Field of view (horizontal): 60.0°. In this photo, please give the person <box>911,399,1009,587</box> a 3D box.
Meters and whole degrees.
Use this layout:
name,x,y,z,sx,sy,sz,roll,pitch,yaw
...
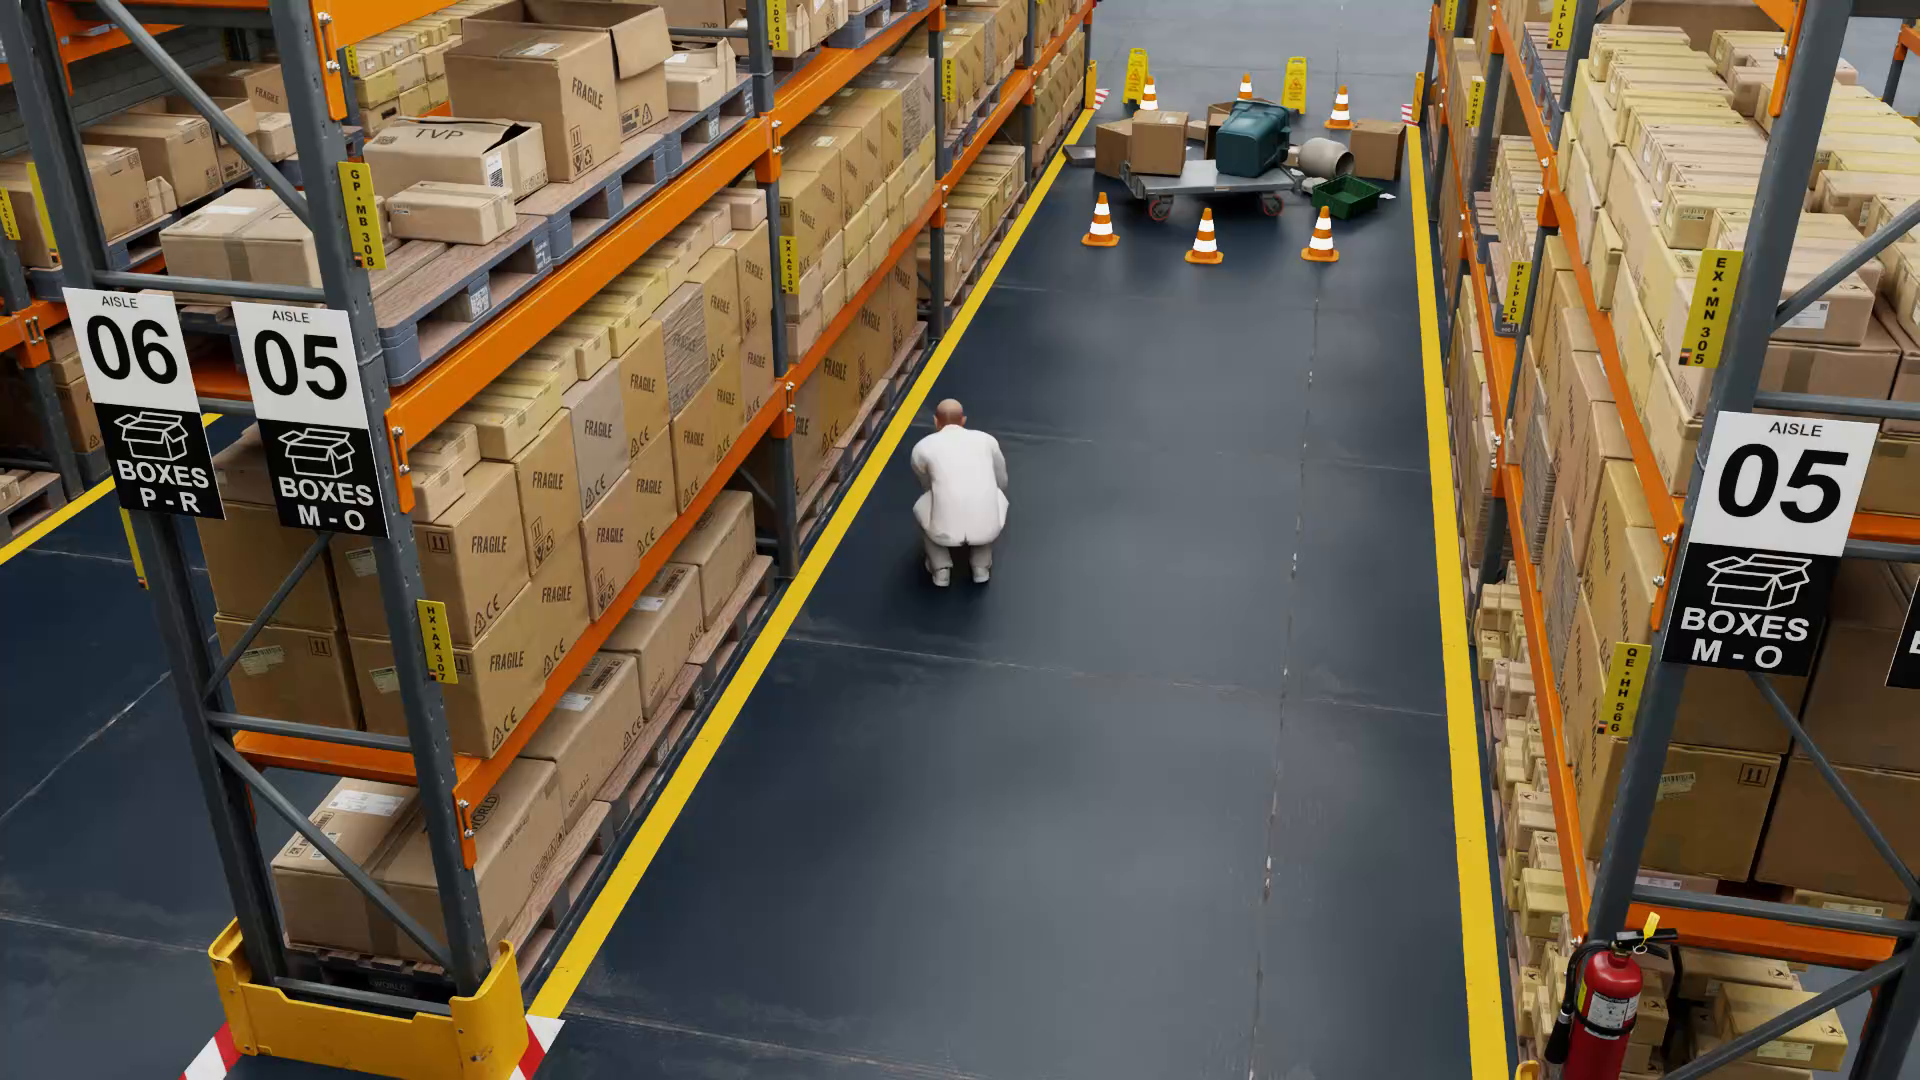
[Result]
name,x,y,z,sx,sy,sz,roll,pitch,yaw
person,0.003,-0.301,10.030,0.596,0.990,0.907,-1,28,-2
